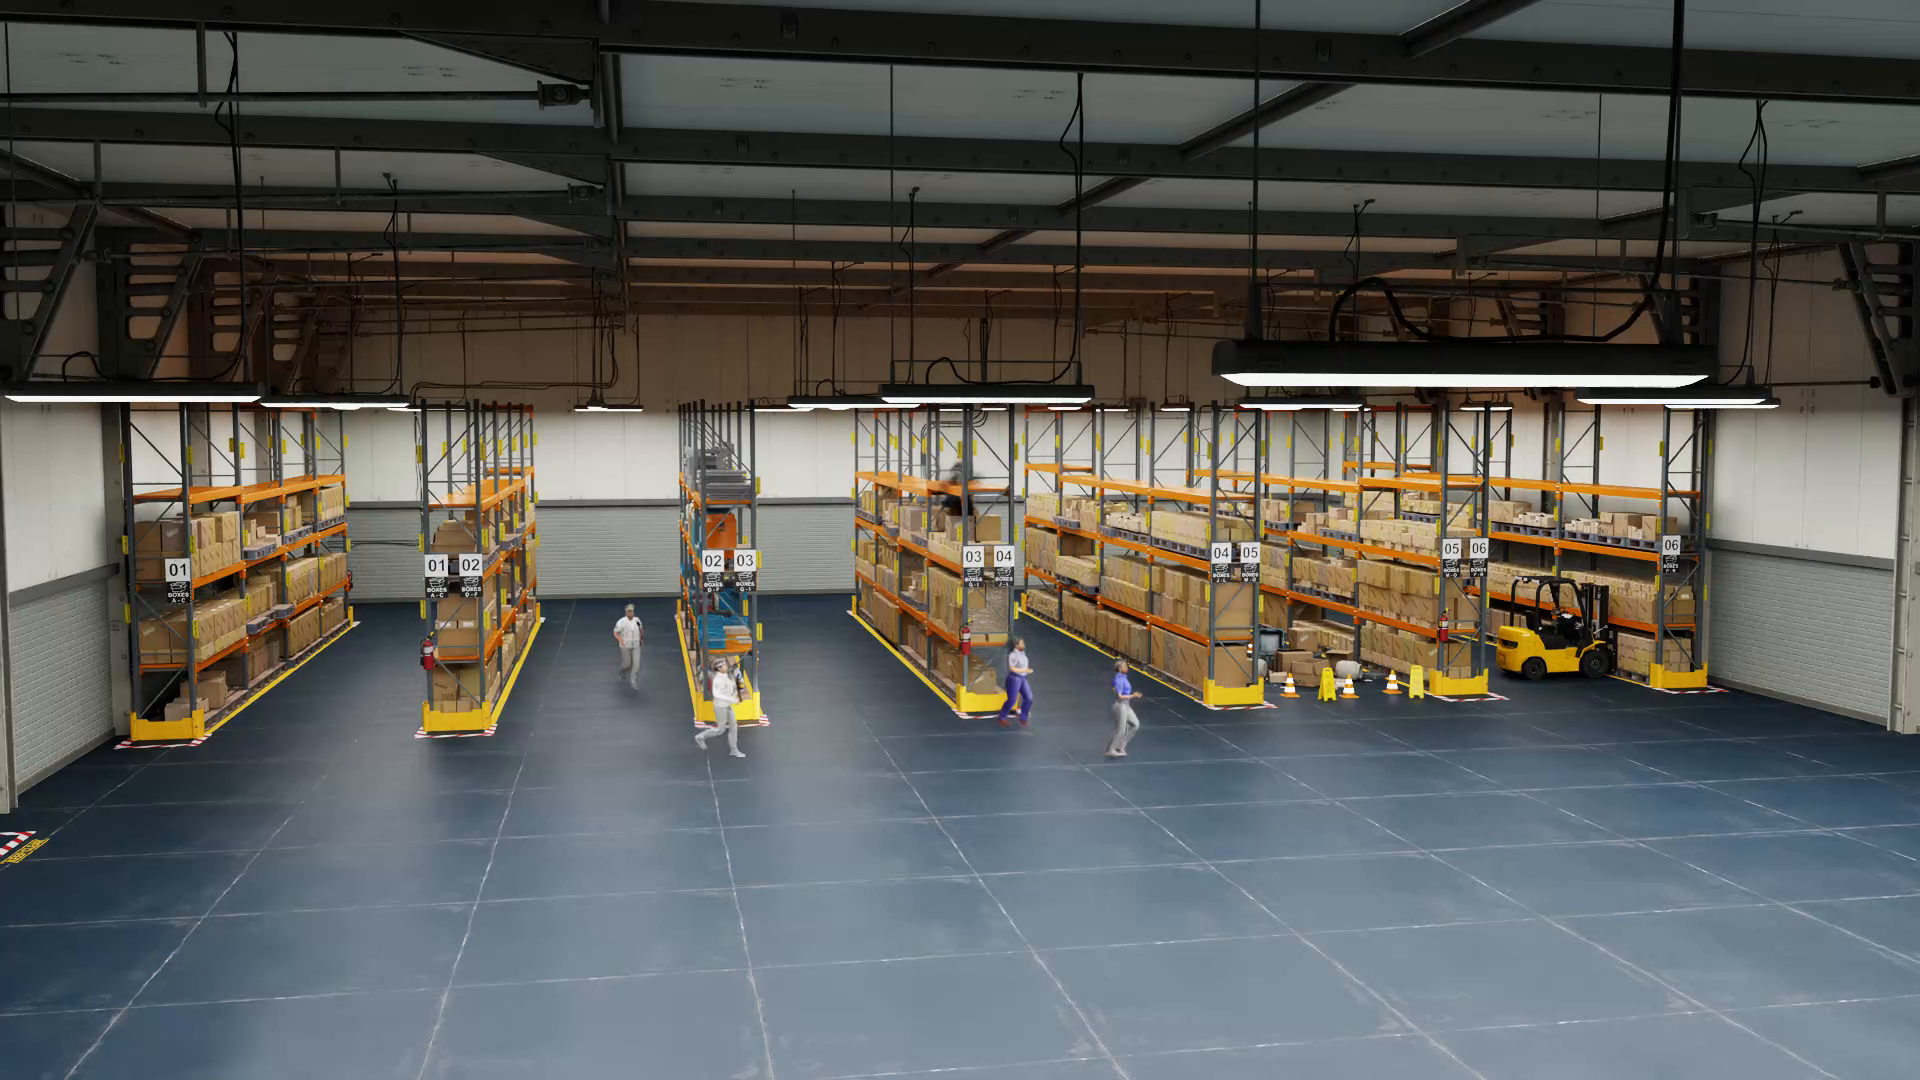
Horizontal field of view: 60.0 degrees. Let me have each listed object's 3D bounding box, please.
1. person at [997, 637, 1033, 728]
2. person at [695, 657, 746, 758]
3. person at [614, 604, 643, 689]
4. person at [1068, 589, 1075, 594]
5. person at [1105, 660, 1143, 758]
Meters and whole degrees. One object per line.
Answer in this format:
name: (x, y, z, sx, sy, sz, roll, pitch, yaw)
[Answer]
person: (1.043, 2.634, 30.399, 0.731, 1.726, 0.621, 3, 5, 31)
person: (-3.995, 2.791, 27.761, 0.864, 1.689, 0.625, 1, 4, 10)
person: (-6.947, 2.223, 35.009, 0.662, 1.764, 0.760, -2, 5, -29)
person: (3.447, 1.182, 49.410, 0.630, 1.664, 0.673, -3, 5, -36)
person: (2.736, 2.825, 27.685, 0.638, 1.645, 0.561, 1, 4, 15)
